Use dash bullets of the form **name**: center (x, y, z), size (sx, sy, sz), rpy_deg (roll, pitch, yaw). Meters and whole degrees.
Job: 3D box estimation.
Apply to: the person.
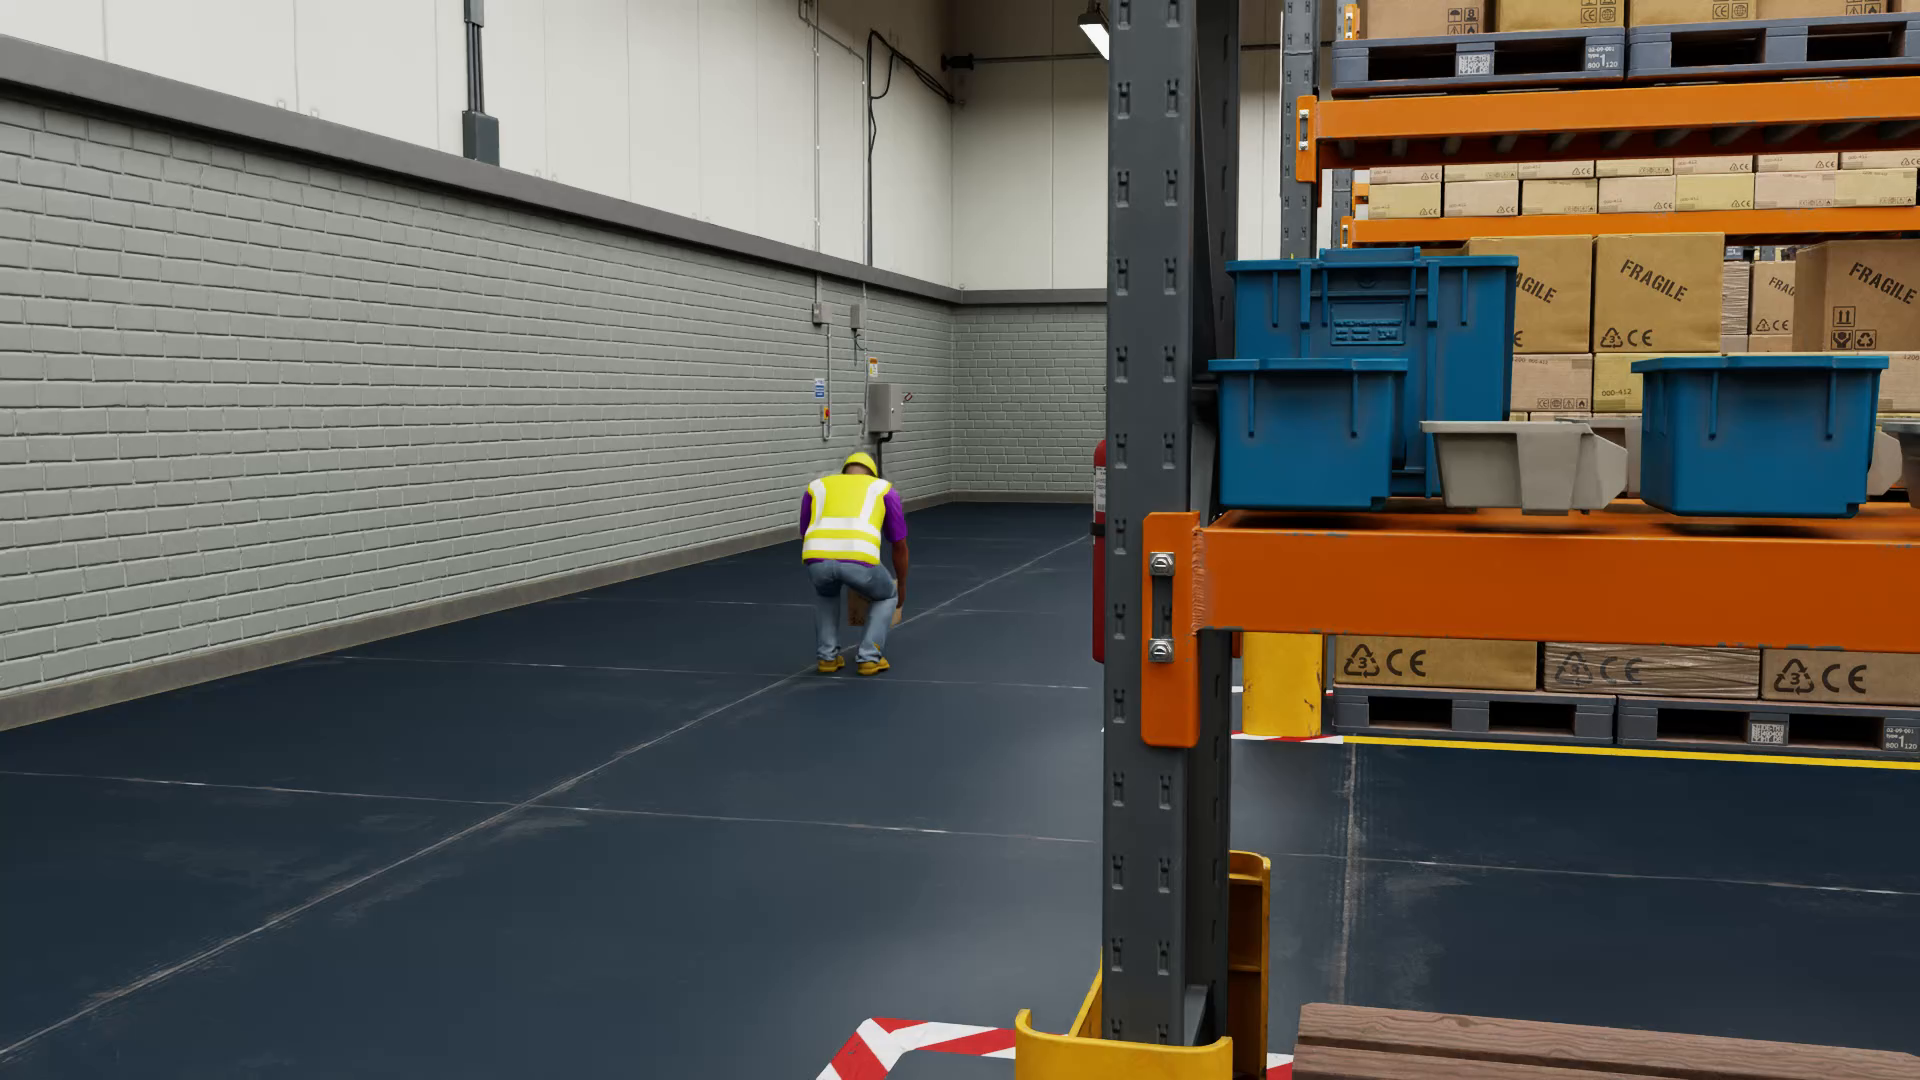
- **person**: center (-0.635, 0.121, 9.306), size (0.620, 1.207, 0.839), rpy_deg (1, 5, 14)
